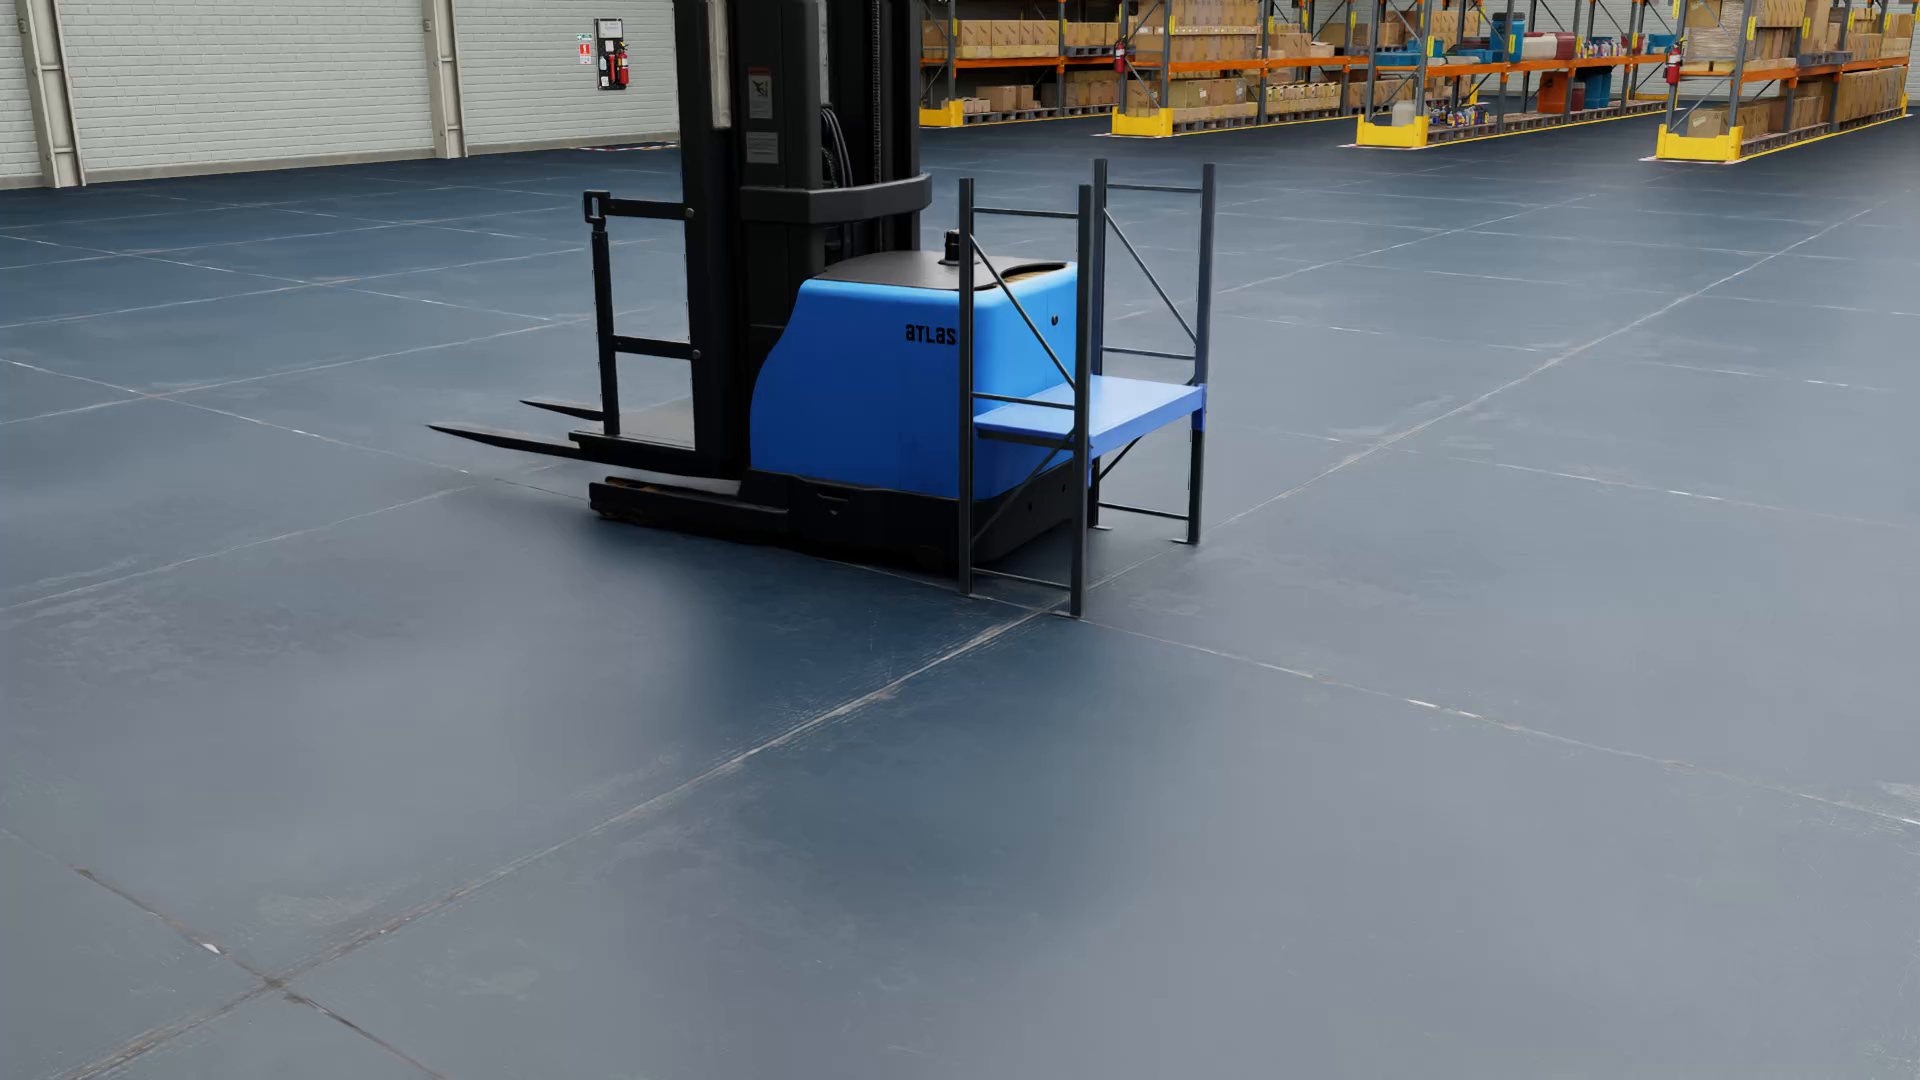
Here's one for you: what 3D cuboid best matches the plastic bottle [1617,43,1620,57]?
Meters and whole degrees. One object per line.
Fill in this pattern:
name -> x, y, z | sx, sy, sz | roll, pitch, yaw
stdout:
plastic bottle -> 14.494, -10.803, 36.671 | 0.061, 0.283, 0.133 | 12, 21, 35

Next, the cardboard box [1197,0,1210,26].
cardboard box -> 4.373, -10.126, 31.939 | 0.700, 0.500, 0.500 | 13, 21, 35

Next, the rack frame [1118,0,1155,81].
rack frame -> 4.231, -11.871, 39.913 | 1.000, 3.000, 0.127 | 12, 21, 35

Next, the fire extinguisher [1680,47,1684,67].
fire extinguisher -> 17.409, -11.766, 40.335 | 0.296, 0.674, 0.183 | 12, 21, 35

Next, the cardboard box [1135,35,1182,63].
cardboard box -> 3.733, -9.248, 31.297 | 0.700, 0.500, 0.500 | 12, 21, 35

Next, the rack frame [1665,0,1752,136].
rack frame -> 11.398, -7.340, 25.321 | 1.000, 3.000, 0.127 | 12, 21, 35

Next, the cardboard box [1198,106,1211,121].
cardboard box -> 4.536, -8.306, 32.360 | 0.500, 0.250, 0.500 | 12, 21, 35

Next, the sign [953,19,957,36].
sign -> -0.100, -10.283, 33.340 | 0.100, 0.325, 0.005 | 12, 21, 35

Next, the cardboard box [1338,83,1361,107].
cardboard box -> 8.712, -10.071, 37.589 | 0.500, 0.500, 0.500 | 14, 22, 37

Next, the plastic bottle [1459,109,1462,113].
plastic bottle -> 9.159, -7.734, 30.430 | 0.061, 0.283, 0.133 | 12, 21, 35

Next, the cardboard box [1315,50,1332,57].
cardboard box -> 7.897, -10.614, 36.287 | 0.380, 0.149, 0.250 | 12, 21, 35

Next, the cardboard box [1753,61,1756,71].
cardboard box -> 12.217, -7.422, 26.009 | 0.380, 0.149, 0.250 | 12, 21, 35

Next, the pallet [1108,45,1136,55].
pallet -> 3.892, -11.591, 39.334 | 1.213, 0.211, 1.003 | 12, 21, 35

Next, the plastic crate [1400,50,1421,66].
plastic crate -> 7.870, -8.470, 29.211 | 0.499, 0.251, 0.408 | 12, 21, 35

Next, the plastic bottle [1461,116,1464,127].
plastic bottle -> 9.074, -7.595, 30.118 | 0.097, 0.201, 0.097 | 0, 17, 0

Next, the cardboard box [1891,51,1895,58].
cardboard box -> 19.763, -10.398, 35.594 | 0.380, 0.149, 0.250 | 13, 21, 35

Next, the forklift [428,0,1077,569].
forklift -> -0.981, -1.586, 6.910 | 3.031, 2.935, 1.130 | 9, 20, 28

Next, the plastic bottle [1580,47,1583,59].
plastic bottle -> 12.937, -10.181, 34.667 | 0.061, 0.283, 0.133 | 12, 21, 35

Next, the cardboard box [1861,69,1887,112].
cardboard box -> 19.006, -9.527, 35.239 | 0.875, 0.875, 0.875 | 12, 21, 35

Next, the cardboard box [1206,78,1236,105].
cardboard box -> 5.125, -8.904, 33.021 | 0.500, 0.500, 0.500 | 12, 21, 35

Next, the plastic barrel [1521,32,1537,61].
plastic barrel -> 10.987, -9.596, 32.359 | 0.433, 0.535, 0.433 | 0, 17, 0

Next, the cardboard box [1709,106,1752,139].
cardboard box -> 12.500, -6.787, 27.047 | 0.500, 0.500, 0.500 | 15, 23, 40

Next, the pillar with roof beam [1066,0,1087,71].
pillar with roof beam -> 6.219, -13.819, 36.069 | 9.100, 9.000, 0.400 | 12, 21, 35

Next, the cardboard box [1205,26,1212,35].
cardboard box -> 4.617, -9.811, 32.018 | 0.380, 0.149, 0.250 | 12, 21, 34

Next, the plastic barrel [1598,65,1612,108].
plastic barrel -> 14.233, -10.145, 37.185 | 0.600, 0.901, 0.708 | 12, 21, 35

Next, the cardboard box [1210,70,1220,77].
cardboard box -> 6.331, -11.820, 42.665 | 0.750, 0.750, 0.750 | 13, 21, 35

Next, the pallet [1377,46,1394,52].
pallet -> 9.366, -11.369, 38.620 | 1.003, 0.211, 1.213 | 12, 21, 35

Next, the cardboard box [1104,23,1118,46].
cardboard box -> 3.234, -11.715, 38.498 | 0.700, 0.500, 0.500 | 12, 21, 35

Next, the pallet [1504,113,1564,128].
pallet -> 11.694, -8.611, 34.117 | 1.003, 0.211, 1.213 | 12, 21, 35

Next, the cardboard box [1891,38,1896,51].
cardboard box -> 19.643, -10.576, 35.494 | 0.500, 0.250, 0.500 | 13, 22, 36

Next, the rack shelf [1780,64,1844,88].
rack shelf -> 14.973, -8.425, 30.030 | 1.077, 0.370, 4.000 | 12, 21, 35

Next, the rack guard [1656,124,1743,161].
rack guard -> 11.443, -6.164, 25.750 | 1.175, 0.500, 0.348 | 12, 21, 35

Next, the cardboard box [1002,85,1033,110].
cardboard box -> 1.261, -9.680, 36.332 | 0.500, 0.500, 0.500 | 11, 20, 31

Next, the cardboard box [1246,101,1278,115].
cardboard box -> 6.267, -8.984, 34.543 | 0.500, 0.250, 0.500 | 12, 21, 33

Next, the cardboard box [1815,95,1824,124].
cardboard box -> 15.782, -8.098, 31.237 | 0.700, 0.500, 0.500 | 11, 20, 32

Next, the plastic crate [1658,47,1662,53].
plastic crate -> 16.429, -11.636, 39.499 | 0.396, 0.136, 0.243 | 12, 21, 35

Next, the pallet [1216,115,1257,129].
pallet -> 5.320, -8.530, 33.856 | 1.003, 0.211, 1.213 | 12, 21, 35

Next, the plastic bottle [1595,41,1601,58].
plastic bottle -> 13.629, -10.510, 35.615 | 0.144, 0.351, 0.185 | 12, 21, 35

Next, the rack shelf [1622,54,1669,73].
rack shelf -> 15.762, -11.206, 38.984 | 1.077, 0.370, 4.000 | 12, 21, 35

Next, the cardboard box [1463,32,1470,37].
cardboard box -> 12.623, -12.671, 42.320 | 0.500, 0.500, 0.500 | 13, 21, 35

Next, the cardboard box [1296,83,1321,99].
cardboard box -> 7.489, -9.739, 36.030 | 0.500, 0.311, 0.500 | 12, 21, 34

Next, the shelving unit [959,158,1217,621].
shelving unit -> 0.481, -0.605, 6.162 | 0.538, 1.500, 1.048 | 10, 20, 30

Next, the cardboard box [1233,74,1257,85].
cardboard box -> 7.444, -12.110, 44.188 | 0.700, 0.500, 0.500 | 12, 21, 34

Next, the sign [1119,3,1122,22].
sign -> 3.017, -9.856, 31.074 | 0.100, 0.325, 0.005 | 12, 21, 35

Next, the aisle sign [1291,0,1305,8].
aisle sign -> 9.281, -14.982, 45.548 | 0.394, 0.787, 0.004 | 12, 21, 35

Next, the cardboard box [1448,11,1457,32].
cardboard box -> 12.022, -12.906, 41.390 | 0.500, 0.500, 0.500 | 13, 22, 36

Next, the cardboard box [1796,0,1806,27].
cardboard box -> 13.734, -8.804, 27.680 | 0.500, 0.500, 0.500 | 12, 21, 35

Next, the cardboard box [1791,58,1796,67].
cardboard box -> 13.889, -8.069, 28.094 | 0.380, 0.149, 0.250 | 12, 21, 35

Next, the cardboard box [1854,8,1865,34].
cardboard box -> 17.398, -10.259, 32.861 | 0.797, 0.503, 0.637 | 13, 22, 36

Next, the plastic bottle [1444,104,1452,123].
plastic bottle -> 9.105, -7.968, 31.070 | 0.144, 0.351, 0.185 | 12, 21, 35

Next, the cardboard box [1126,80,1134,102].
cardboard box -> 3.843, -10.707, 39.636 | 0.700, 0.500, 0.500 | 13, 21, 35

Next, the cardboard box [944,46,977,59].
cardboard box -> 0.010, -9.964, 33.990 | 0.500, 0.250, 0.500 | 12, 21, 33

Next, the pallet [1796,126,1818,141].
pallet -> 14.971, -7.438, 30.340 | 1.003, 0.211, 1.213 | 12, 21, 35
